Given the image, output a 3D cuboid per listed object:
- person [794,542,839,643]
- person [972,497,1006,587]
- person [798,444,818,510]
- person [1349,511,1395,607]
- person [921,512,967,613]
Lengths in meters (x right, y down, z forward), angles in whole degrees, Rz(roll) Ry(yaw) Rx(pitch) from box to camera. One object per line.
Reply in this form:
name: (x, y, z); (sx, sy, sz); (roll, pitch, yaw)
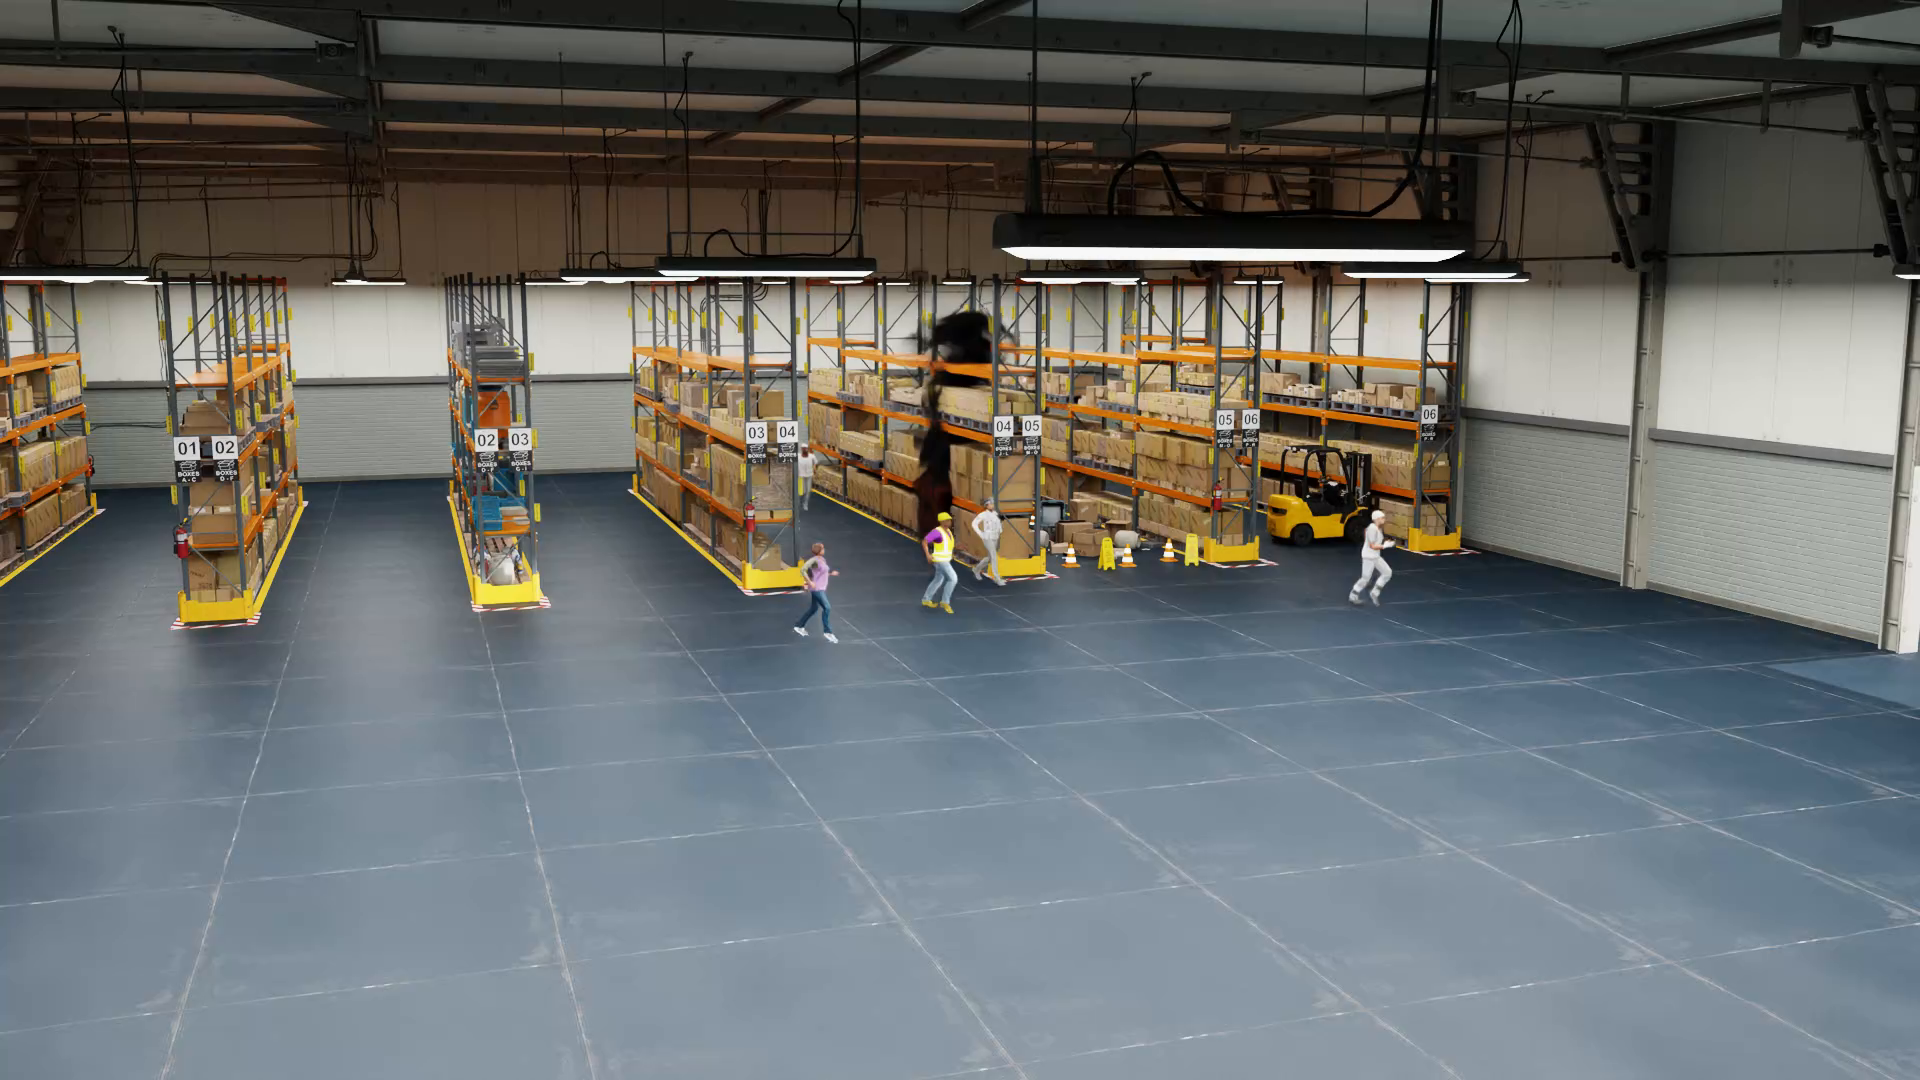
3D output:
person: (-2.353, 0.848, 27.154); (0.768, 1.640, 0.528); (1, 9, 8)
person: (0.610, 0.007, 32.372); (0.848, 1.710, 0.641); (7, 11, 38)
person: (-4.027, -1.656, 43.353); (0.693, 1.736, 0.635); (-2, 9, -15)
person: (7.431, 0.333, 29.949); (0.818, 1.760, 0.695); (5, 10, 28)
person: (-0.301, 0.407, 29.588); (0.831, 1.815, 0.668); (2, 9, 15)
